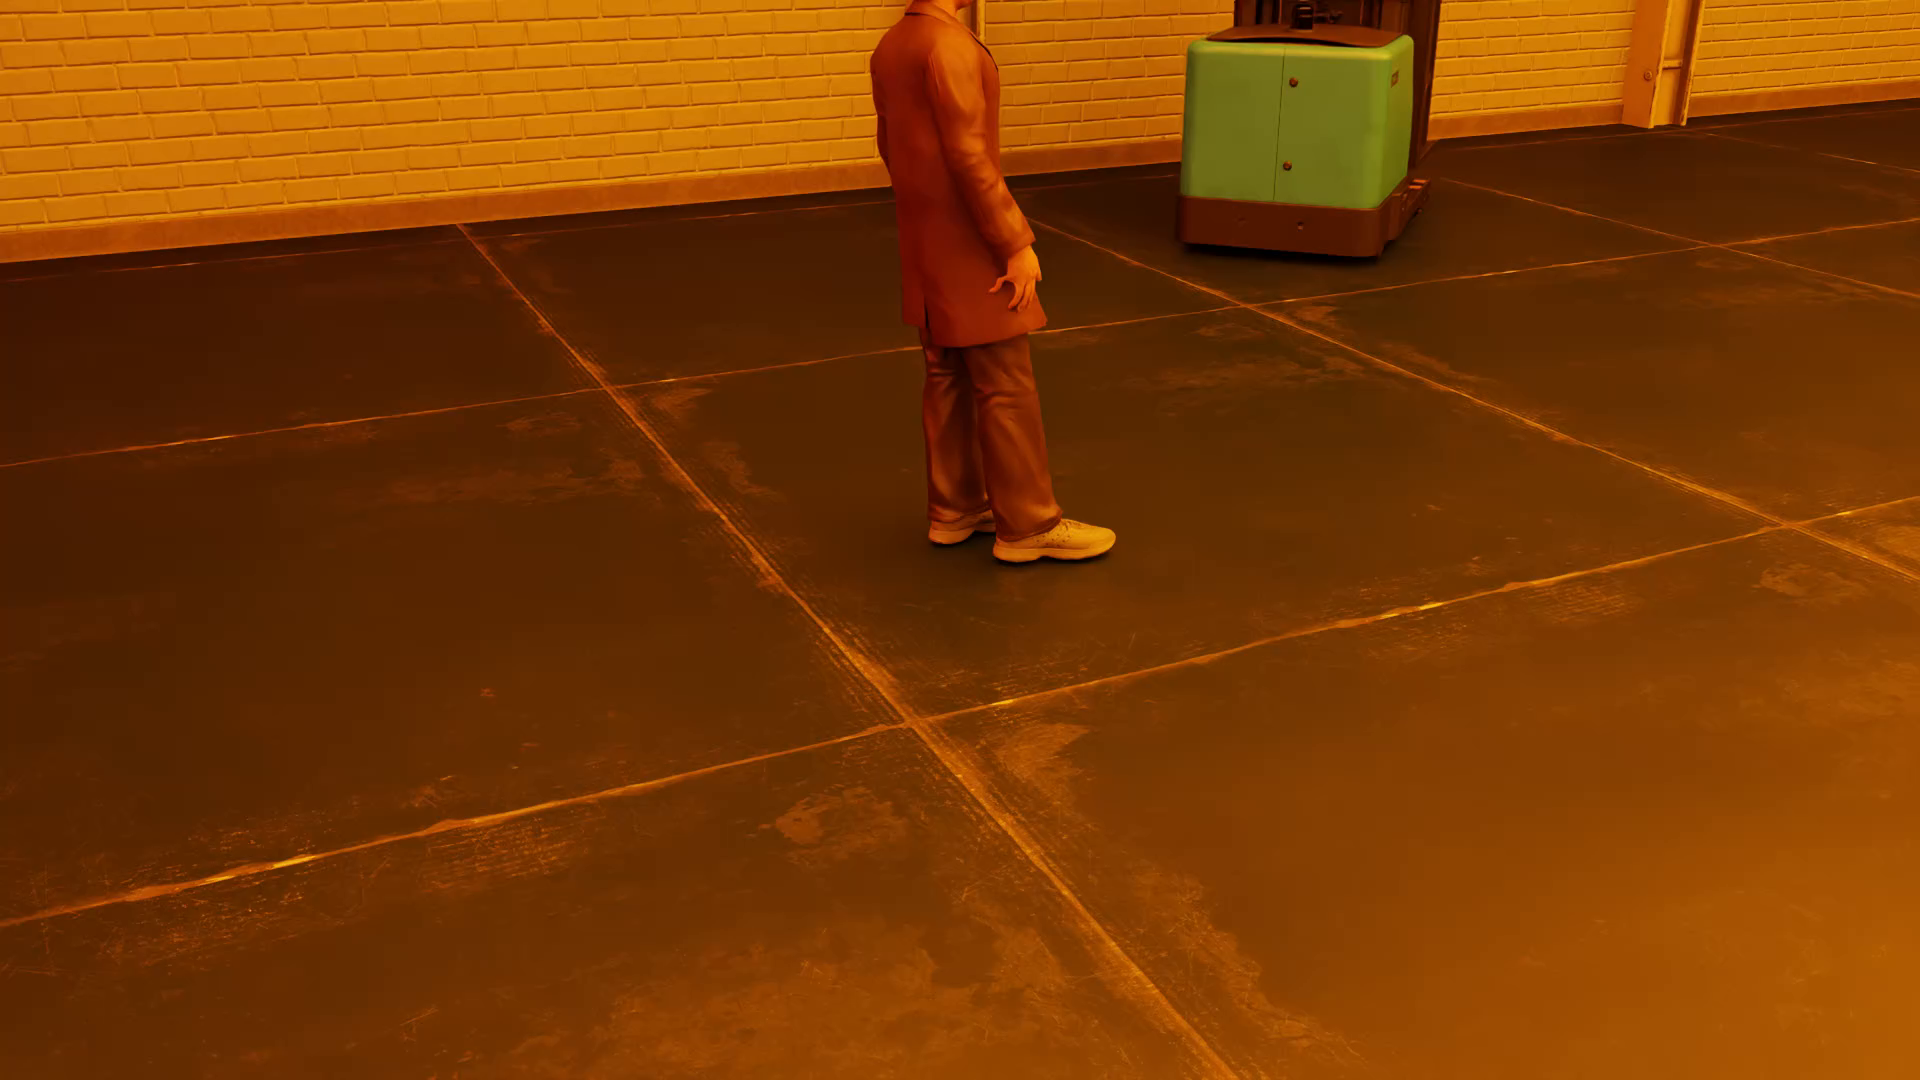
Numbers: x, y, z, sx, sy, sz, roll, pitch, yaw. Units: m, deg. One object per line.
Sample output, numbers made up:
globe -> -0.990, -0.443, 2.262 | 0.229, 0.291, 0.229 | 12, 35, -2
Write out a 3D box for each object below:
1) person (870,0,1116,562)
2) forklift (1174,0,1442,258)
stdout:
person -> 0.085, -0.842, 4.795 | 0.579, 1.778, 0.698 | -10, 25, -23
forklift -> 2.148, -3.305, 9.241 | 1.130, 2.935, 3.031 | 9, 24, 20
